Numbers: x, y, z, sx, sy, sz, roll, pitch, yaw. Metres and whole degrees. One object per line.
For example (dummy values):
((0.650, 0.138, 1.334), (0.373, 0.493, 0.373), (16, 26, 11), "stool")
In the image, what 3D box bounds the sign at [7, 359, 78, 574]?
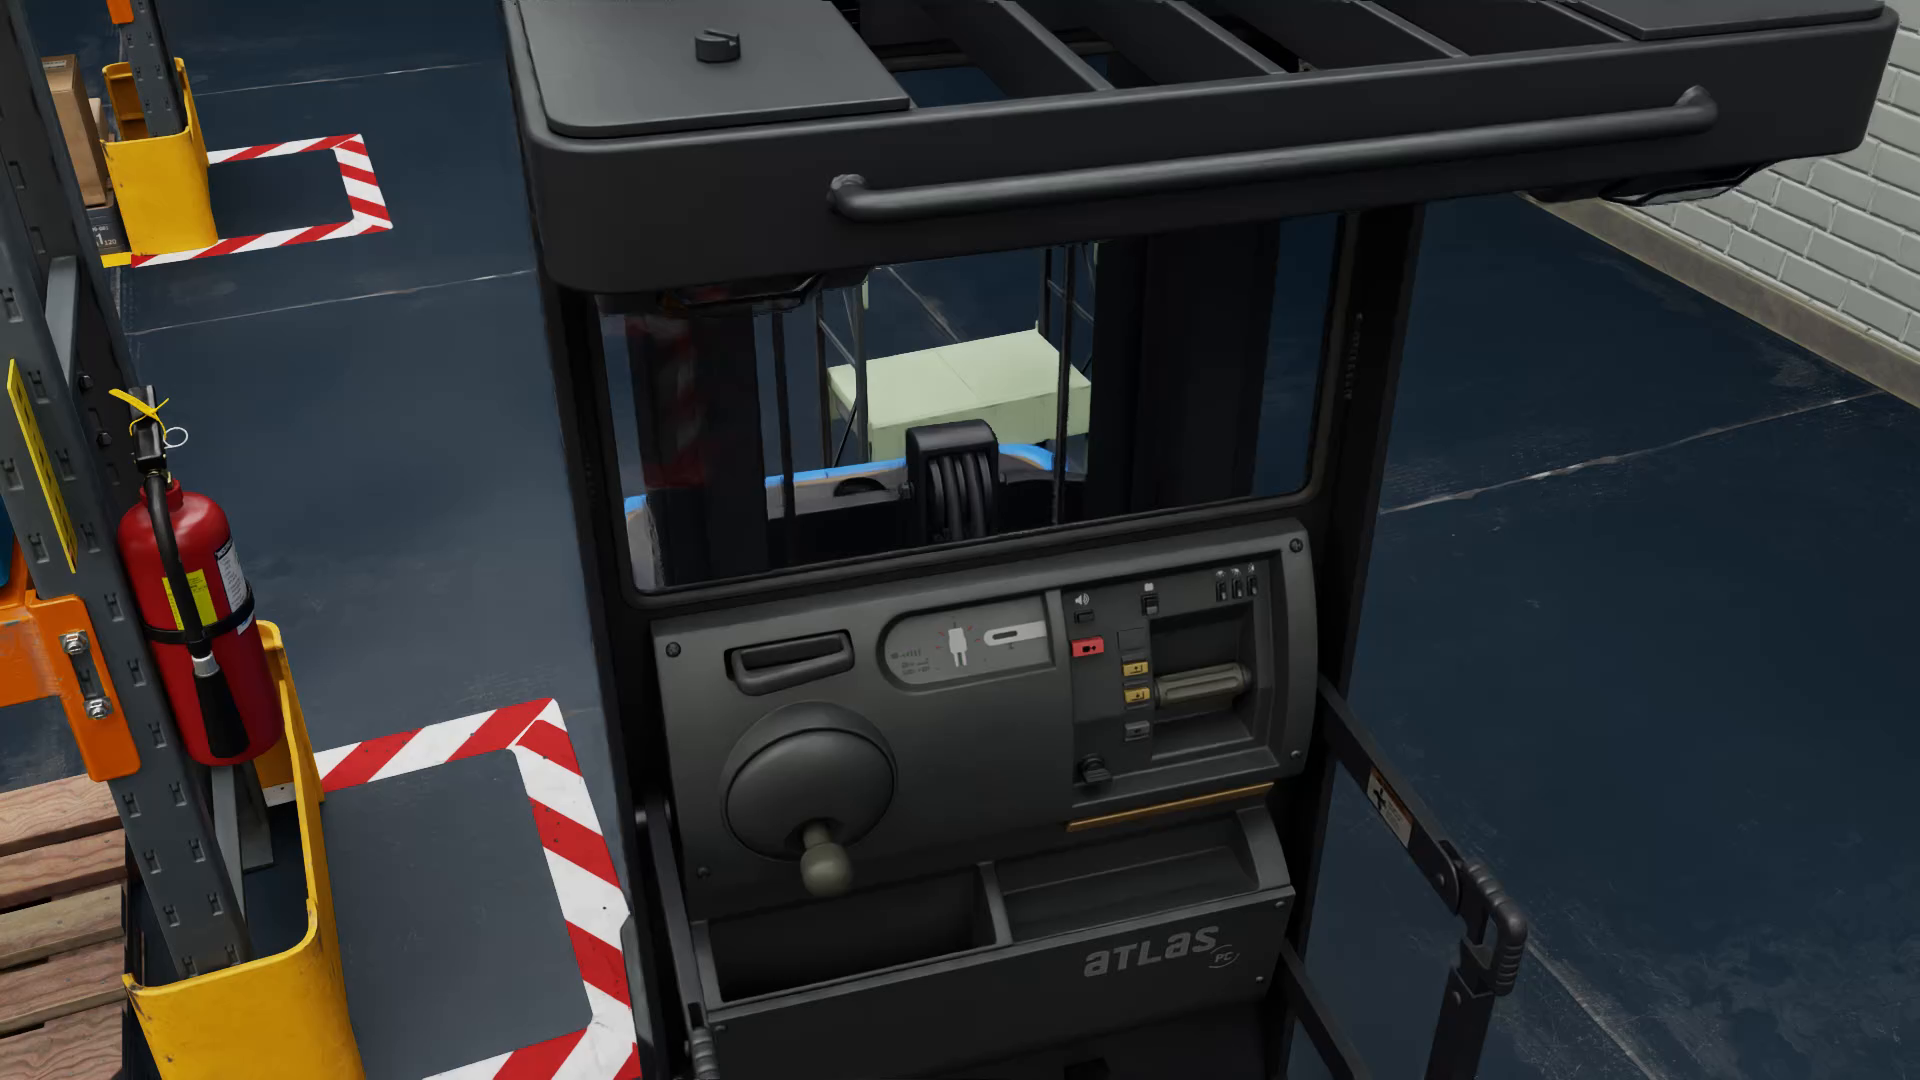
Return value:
((-1.386, -0.108, 2.516), (0.005, 0.325, 0.100), (-13, 35, -19), "sign")

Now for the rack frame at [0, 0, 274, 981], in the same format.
((-1.614, -0.313, 2.981), (0.127, 3.000, 1.000), (-13, 35, -19), "rack frame")

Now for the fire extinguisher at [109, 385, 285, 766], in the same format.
((-1.299, 0.072, 2.801), (0.183, 0.674, 0.296), (-13, 35, -19), "fire extinguisher")

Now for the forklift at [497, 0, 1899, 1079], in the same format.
((0.120, 0.287, 2.121), (1.130, 2.935, 3.031), (-9, 34, -13), "forklift")

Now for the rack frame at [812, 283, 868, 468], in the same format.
((-0.344, -0.550, 4.720), (0.023, 1.500, 0.400), (-13, 35, -19), "rack frame")

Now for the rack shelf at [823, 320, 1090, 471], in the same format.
((-0.006, -0.354, 5.017), (0.720, 0.370, 0.431), (-13, 35, -19), "rack shelf")

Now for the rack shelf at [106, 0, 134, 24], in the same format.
((-5.372, -2.081, 6.357), (4.000, 0.370, 1.077), (-13, 35, -19), "rack shelf")

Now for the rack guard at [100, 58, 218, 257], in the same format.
((-3.598, -1.741, 7.467), (0.348, 0.500, 1.175), (-13, 35, -19), "rack guard")

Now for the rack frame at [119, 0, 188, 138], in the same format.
((-3.528, -2.805, 6.810), (0.127, 3.000, 1.000), (-13, 35, -19), "rack frame")

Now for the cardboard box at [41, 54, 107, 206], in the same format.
((-3.934, -1.703, 7.005), (0.500, 0.500, 0.500), (-13, 35, -19), "cardboard box")

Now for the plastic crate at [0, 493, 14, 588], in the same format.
((-1.850, -0.188, 2.702), (0.499, 0.435, 0.616), (-13, 35, -19), "plastic crate")

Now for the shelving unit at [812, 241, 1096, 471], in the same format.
((-0.006, -0.627, 4.839), (0.755, 1.500, 0.431), (-13, 35, -19), "shelving unit")

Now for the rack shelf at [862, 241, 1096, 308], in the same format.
((-0.006, -0.954, 4.626), (0.720, 0.370, 0.431), (-13, 35, -19), "rack shelf")

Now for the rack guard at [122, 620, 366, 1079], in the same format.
((-1.597, 0.723, 3.680), (0.348, 0.500, 1.175), (-13, 35, -19), "rack guard")

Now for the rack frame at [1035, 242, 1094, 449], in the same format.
((0.331, -0.704, 4.958), (0.023, 1.500, 0.400), (-13, 35, -19), "rack frame")

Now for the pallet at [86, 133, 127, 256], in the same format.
((-4.333, -1.451, 7.286), (1.213, 0.211, 1.003), (-13, 35, -19), "pallet")

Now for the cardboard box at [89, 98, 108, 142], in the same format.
((-4.047, -1.878, 7.597), (0.250, 0.149, 0.380), (-13, 35, -19), "cardboard box")

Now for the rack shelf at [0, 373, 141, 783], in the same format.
((-3.458, 0.411, 2.528), (4.000, 0.370, 1.077), (-13, 35, -19), "rack shelf")

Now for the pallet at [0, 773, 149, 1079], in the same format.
((-2.389, 1.010, 3.503), (1.213, 0.211, 1.003), (-13, 35, -19), "pallet")
